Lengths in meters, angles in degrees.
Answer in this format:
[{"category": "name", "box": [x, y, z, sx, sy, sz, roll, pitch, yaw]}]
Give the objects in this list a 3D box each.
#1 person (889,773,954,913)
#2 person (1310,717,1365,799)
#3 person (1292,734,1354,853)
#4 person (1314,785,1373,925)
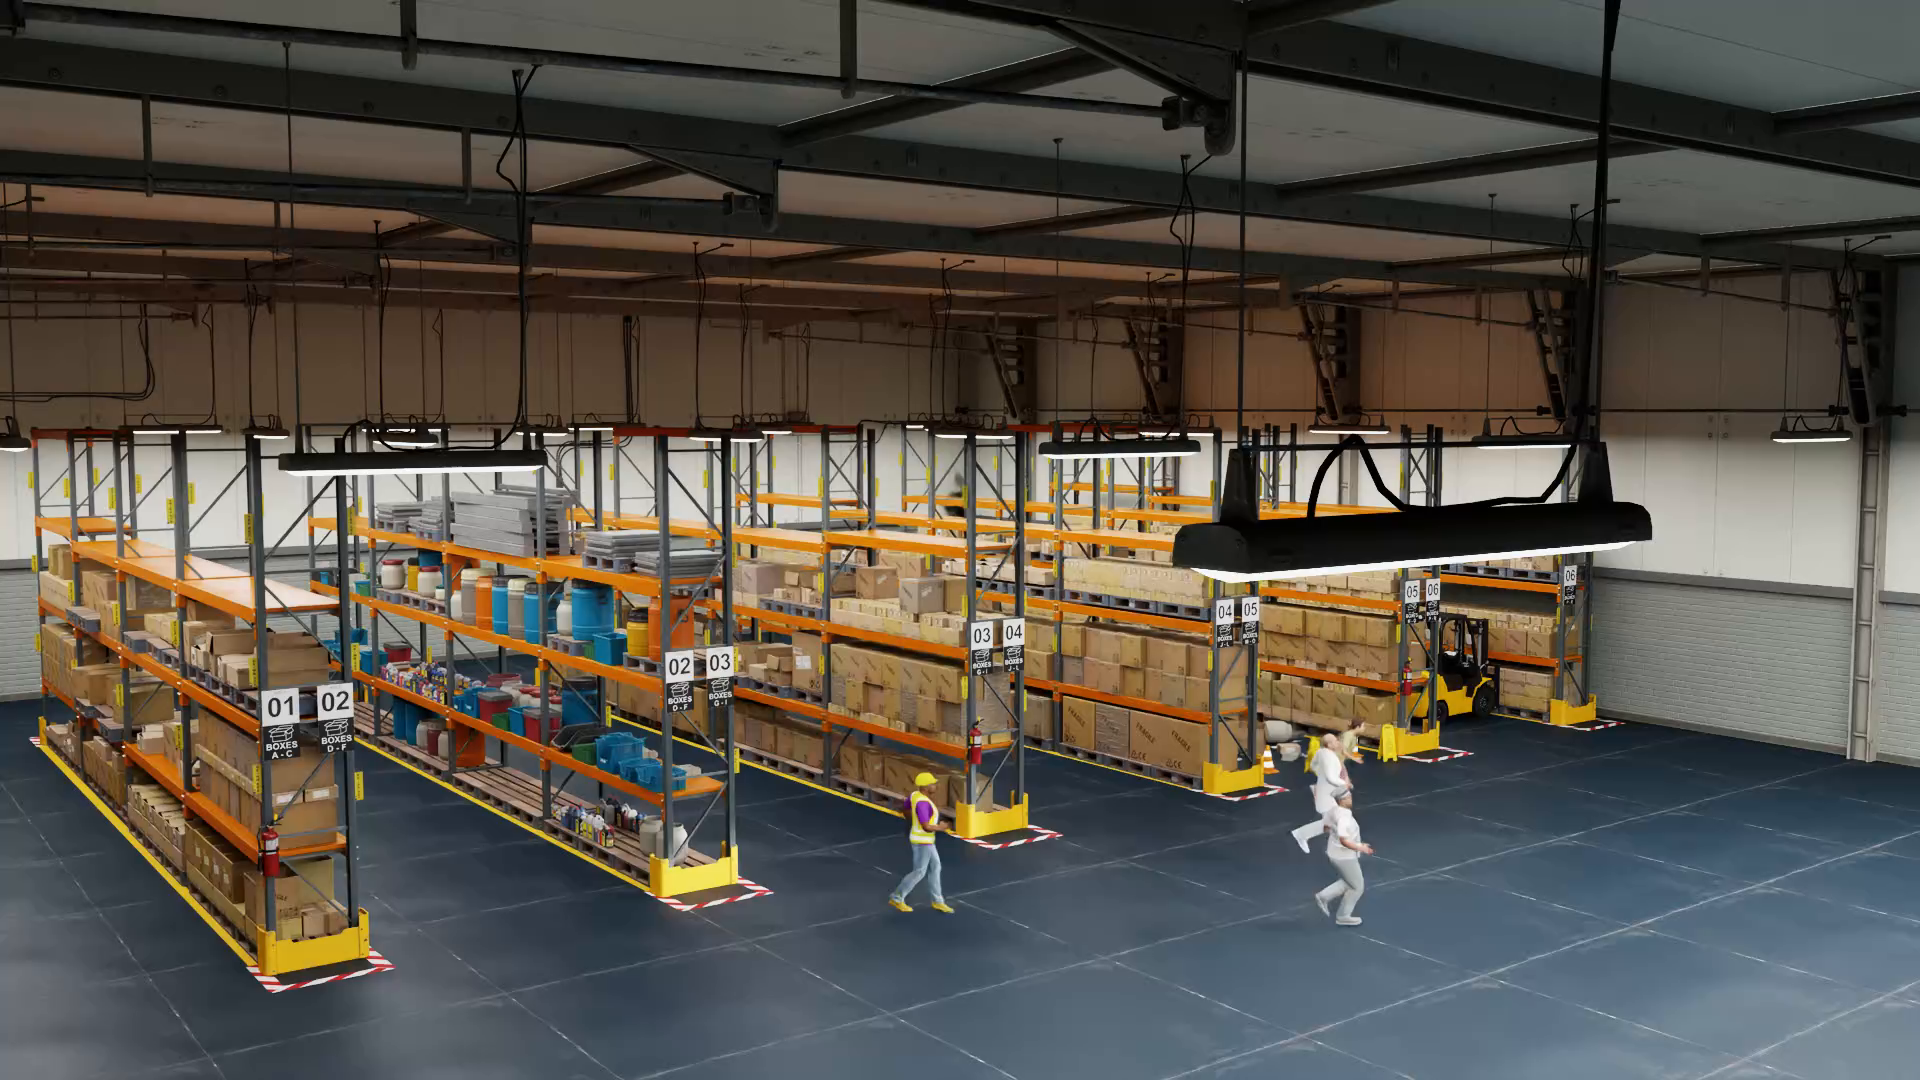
[{"category": "person", "box": [-0.480, 3.812, 20.832, 0.831, 1.818, 0.723, 0, 4, -5]}, {"category": "person", "box": [5.951, 3.533, 26.223, 0.827, 1.524, 0.580, 1, 5, 16]}, {"category": "person", "box": [5.142, 3.657, 23.517, 0.934, 1.699, 0.718, 0, 4, 1]}, {"category": "person", "box": [4.716, 3.858, 20.420, 0.603, 1.731, 0.660, 0, 4, -4]}]
